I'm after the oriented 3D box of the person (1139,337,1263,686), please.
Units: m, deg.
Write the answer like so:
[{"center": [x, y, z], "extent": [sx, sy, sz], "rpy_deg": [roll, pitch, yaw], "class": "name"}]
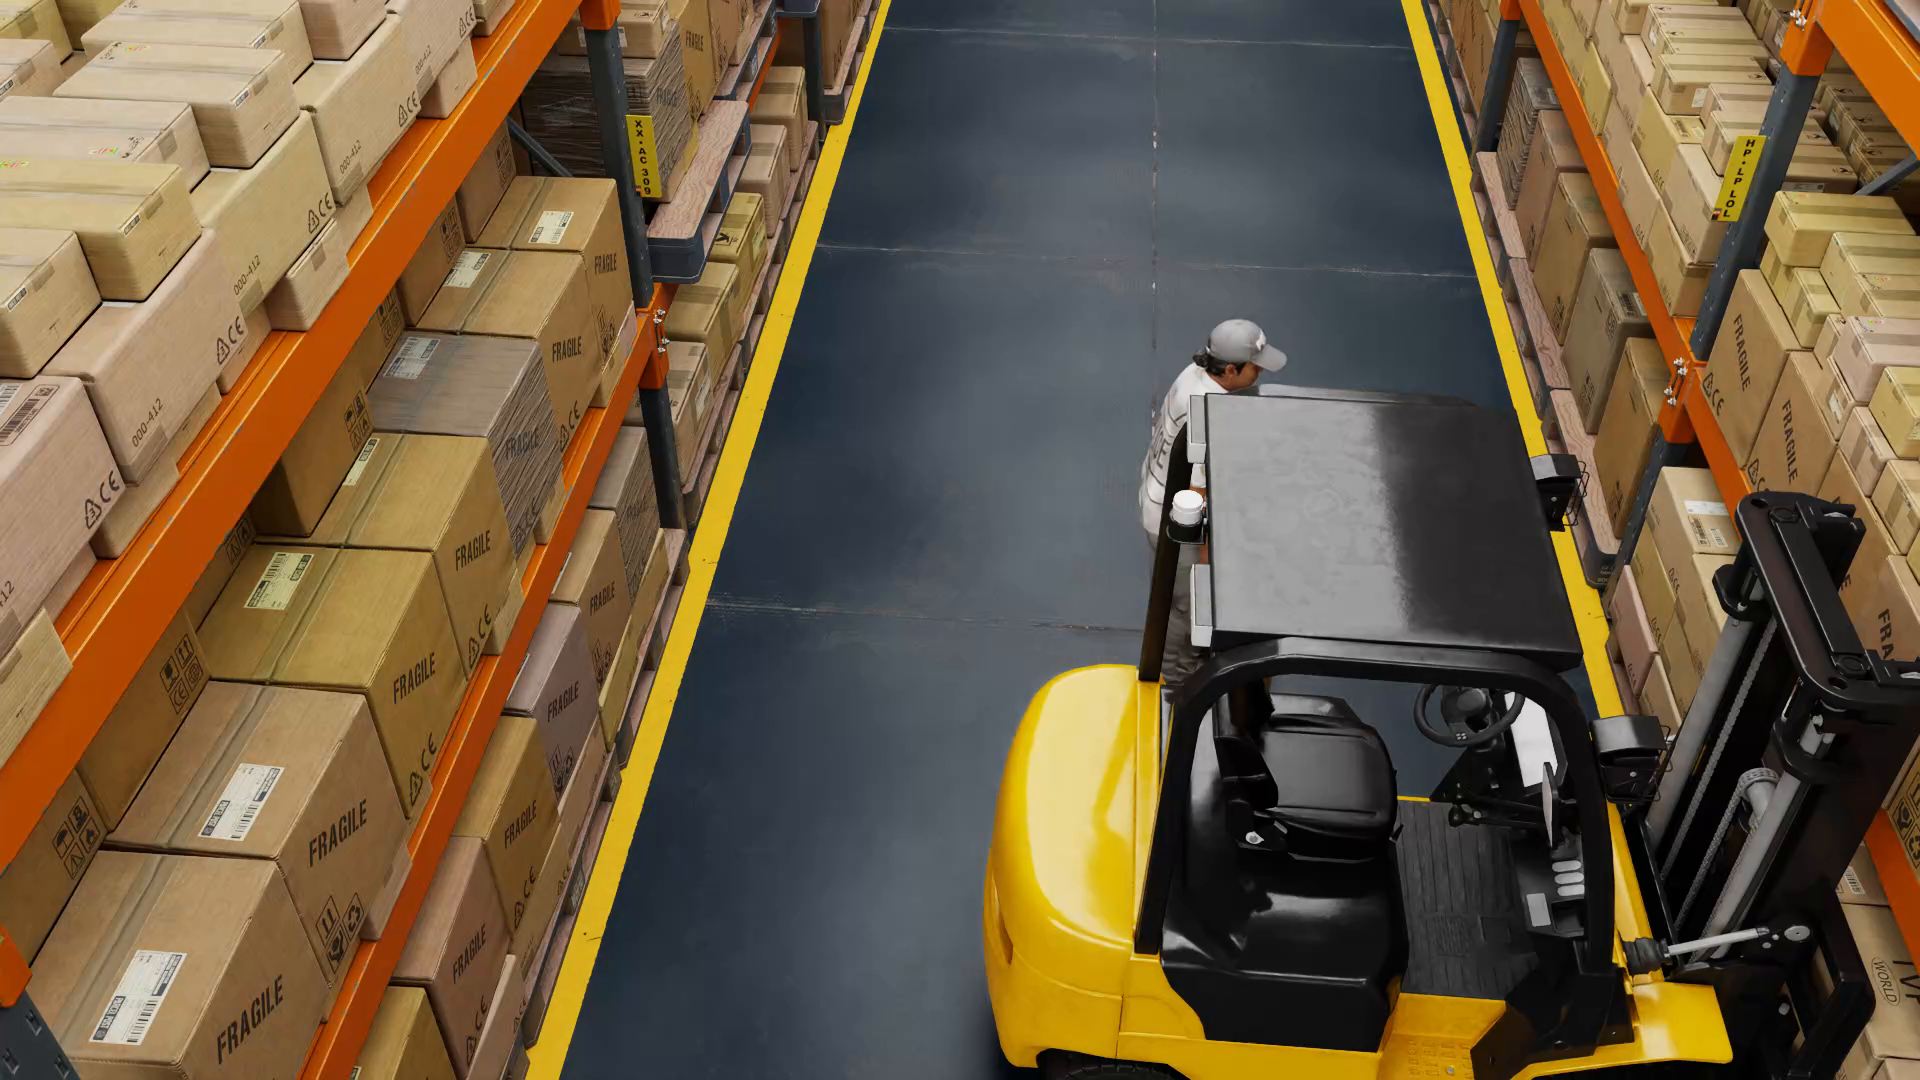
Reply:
[{"center": [0.876, -0.097, 6.277], "extent": [0.399, 1.652, 0.540], "rpy_deg": [3, 40, 4], "class": "person"}]
